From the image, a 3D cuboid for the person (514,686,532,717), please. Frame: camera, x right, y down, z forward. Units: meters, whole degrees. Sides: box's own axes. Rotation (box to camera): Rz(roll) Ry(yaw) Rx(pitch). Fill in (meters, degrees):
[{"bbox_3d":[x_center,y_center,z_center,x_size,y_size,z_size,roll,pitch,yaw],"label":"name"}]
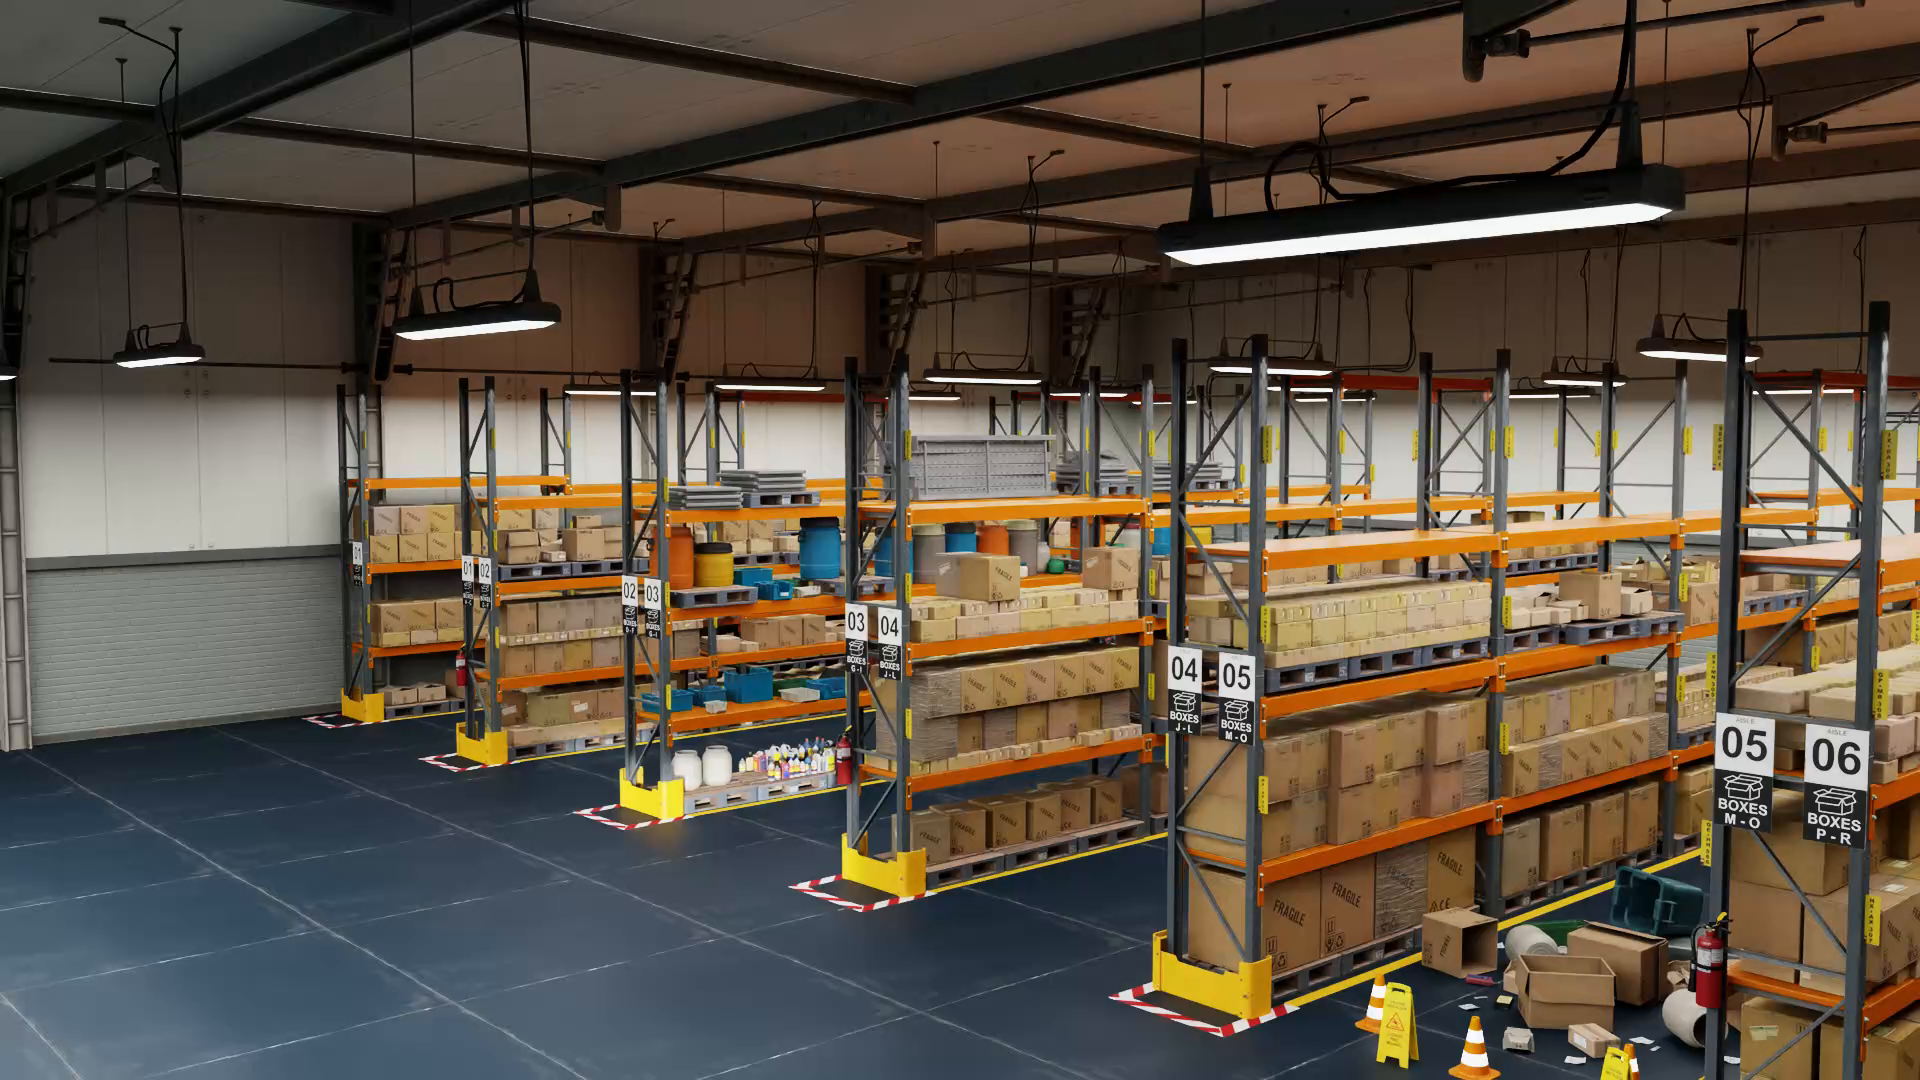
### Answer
[{"bbox_3d":[-7.524,2.409,28.906,0.644,1.735,0.625,2,4,32],"label":"person"}]
